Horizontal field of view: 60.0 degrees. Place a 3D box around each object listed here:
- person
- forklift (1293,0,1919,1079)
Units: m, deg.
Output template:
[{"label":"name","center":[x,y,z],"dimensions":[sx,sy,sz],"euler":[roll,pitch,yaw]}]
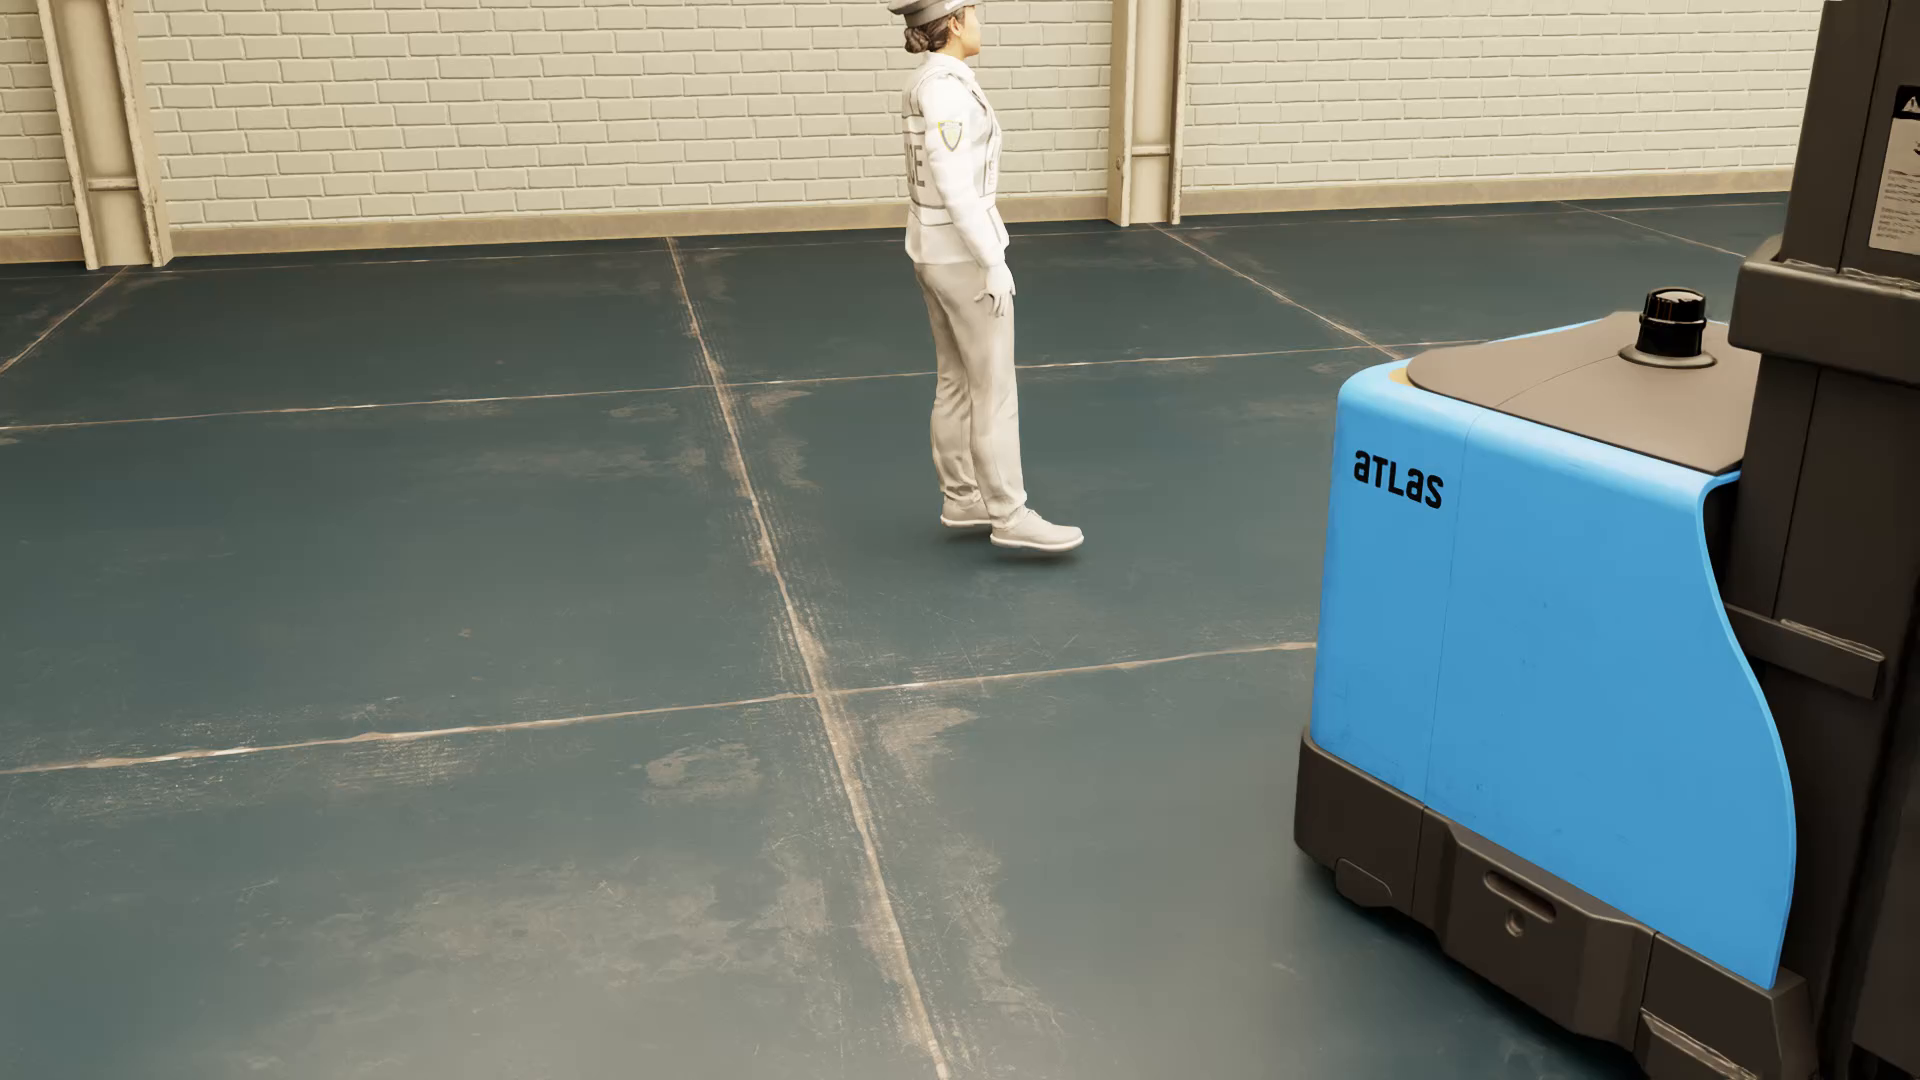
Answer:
[{"label":"person","center":[0.068,-0.839,4.987],"dimensions":[0.531,1.695,0.587],"euler":[-5,21,-12]},{"label":"forklift","center":[1.936,-0.343,2.093],"dimensions":[1.130,2.935,3.031],"euler":[-14,25,-31]}]
